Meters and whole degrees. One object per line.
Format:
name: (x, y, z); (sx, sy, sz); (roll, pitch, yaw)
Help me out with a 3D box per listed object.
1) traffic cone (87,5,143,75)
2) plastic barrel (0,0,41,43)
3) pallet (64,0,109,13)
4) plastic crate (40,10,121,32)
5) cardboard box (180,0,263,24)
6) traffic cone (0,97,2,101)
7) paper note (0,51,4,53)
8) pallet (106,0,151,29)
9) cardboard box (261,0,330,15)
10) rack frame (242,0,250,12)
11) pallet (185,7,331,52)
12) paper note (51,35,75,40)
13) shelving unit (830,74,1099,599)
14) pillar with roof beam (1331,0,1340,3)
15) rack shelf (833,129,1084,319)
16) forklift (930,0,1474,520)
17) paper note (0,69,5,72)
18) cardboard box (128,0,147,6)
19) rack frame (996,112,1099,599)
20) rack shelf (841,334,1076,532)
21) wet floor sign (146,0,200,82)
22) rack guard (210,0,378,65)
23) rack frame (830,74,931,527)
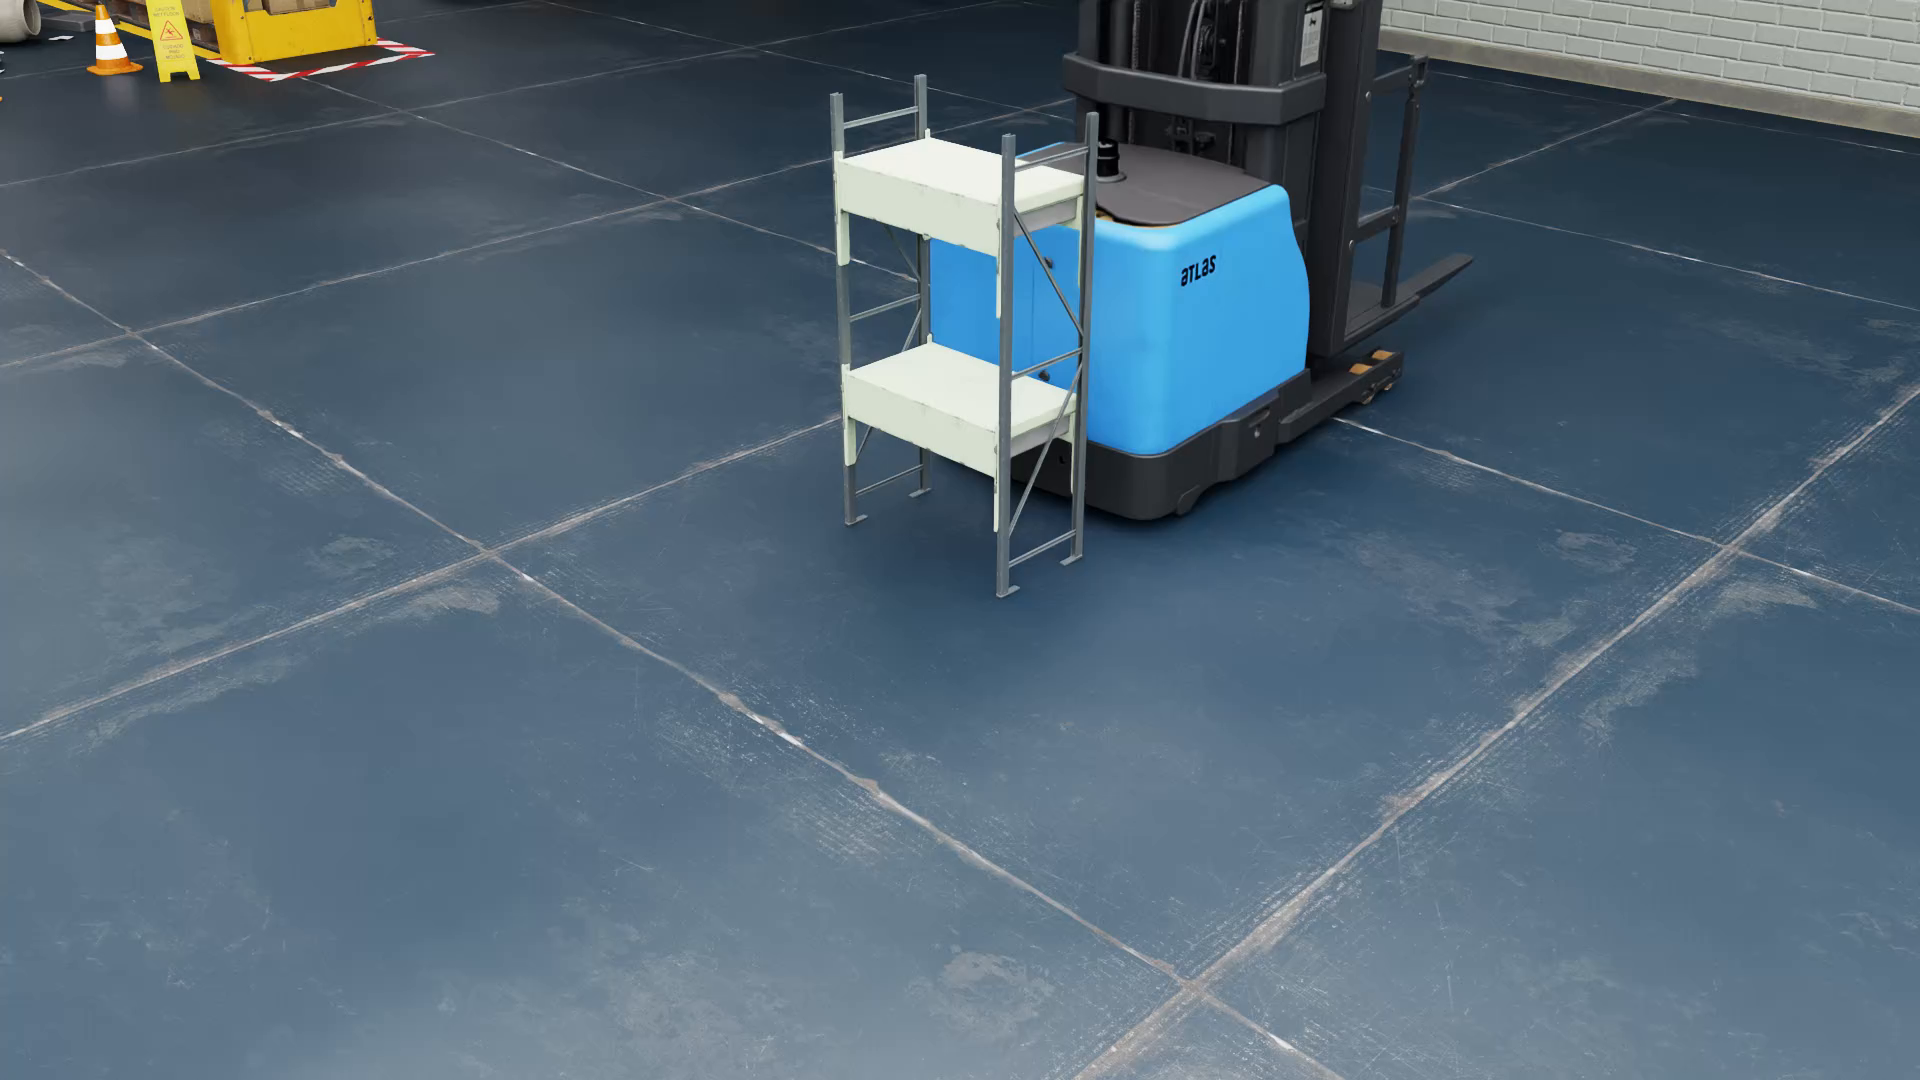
traffic cone: (-6.323, -3.727, 12.341); (0.334, 0.463, 0.336); (25, 36, 38)
plastic barrel: (-7.647, -4.169, 13.224); (0.512, 0.421, 0.421); (-3, 28, -5)
pallet: (-7.461, -5.001, 15.035); (1.213, 0.211, 1.003); (25, 36, 38)
plastic crate: (-7.420, -4.366, 13.968); (0.583, 0.080, 0.402); (12, 30, 22)
cardboard box: (-5.895, -4.289, 13.187); (0.500, 0.250, 0.500); (24, 36, 38)
traffic cone: (-6.859, -3.248, 11.430); (0.334, 0.463, 0.336); (25, 36, 38)
paper note: (-7.502, -3.812, 12.989); (0.123, 0.001, 0.032); (25, 36, 38)
pallet: (-6.587, -4.603, 14.278); (1.213, 0.211, 1.003); (25, 36, 38)
cardboard box: (-5.494, -4.462, 13.516); (0.500, 0.250, 0.500); (24, 36, 38)
rack frame: (-5.112, -5.138, 12.298); (0.127, 3.000, 1.000); (25, 36, 38)
pallet: (-5.721, -4.205, 13.521); (1.213, 0.211, 1.003); (25, 36, 38)
paper note: (-7.270, -4.071, 13.459); (0.148, 0.019, 0.142); (12, 30, 22)
shelving unit: (0.005, -0.662, 5.397); (0.755, 1.500, 0.431); (25, 36, 38)
pillar with roof beam: (-0.239, -6.582, 8.598); (0.400, 9.000, 9.100); (25, 36, 38)
rack shelf: (0.005, -1.007, 5.215); (0.720, 0.370, 0.431); (25, 36, 38)
forklift: (1.197, -1.982, 6.371); (1.130, 2.935, 3.031); (21, 34, 34)
paper note: (-7.182, -3.472, 12.319); (0.142, 0.019, 0.148); (12, 30, 22)
cardboard box: (-6.618, -4.622, 13.820); (0.500, 0.250, 0.500); (23, 35, 37)
rack frame: (0.266, -0.542, 5.170); (0.023, 1.500, 0.400); (25, 36, 38)
rack shelf: (0.005, -0.373, 5.549); (0.720, 0.370, 0.431); (25, 36, 38)
wet floor sign: (-5.727, -3.679, 12.053); (0.267, 0.644, 0.232); (-13, 30, -22)
rack guard: (-5.167, -4.056, 12.927); (0.348, 0.500, 1.175); (25, 36, 38)
rack frame: (-0.256, -0.781, 5.624); (0.023, 1.500, 0.400); (25, 36, 38)
